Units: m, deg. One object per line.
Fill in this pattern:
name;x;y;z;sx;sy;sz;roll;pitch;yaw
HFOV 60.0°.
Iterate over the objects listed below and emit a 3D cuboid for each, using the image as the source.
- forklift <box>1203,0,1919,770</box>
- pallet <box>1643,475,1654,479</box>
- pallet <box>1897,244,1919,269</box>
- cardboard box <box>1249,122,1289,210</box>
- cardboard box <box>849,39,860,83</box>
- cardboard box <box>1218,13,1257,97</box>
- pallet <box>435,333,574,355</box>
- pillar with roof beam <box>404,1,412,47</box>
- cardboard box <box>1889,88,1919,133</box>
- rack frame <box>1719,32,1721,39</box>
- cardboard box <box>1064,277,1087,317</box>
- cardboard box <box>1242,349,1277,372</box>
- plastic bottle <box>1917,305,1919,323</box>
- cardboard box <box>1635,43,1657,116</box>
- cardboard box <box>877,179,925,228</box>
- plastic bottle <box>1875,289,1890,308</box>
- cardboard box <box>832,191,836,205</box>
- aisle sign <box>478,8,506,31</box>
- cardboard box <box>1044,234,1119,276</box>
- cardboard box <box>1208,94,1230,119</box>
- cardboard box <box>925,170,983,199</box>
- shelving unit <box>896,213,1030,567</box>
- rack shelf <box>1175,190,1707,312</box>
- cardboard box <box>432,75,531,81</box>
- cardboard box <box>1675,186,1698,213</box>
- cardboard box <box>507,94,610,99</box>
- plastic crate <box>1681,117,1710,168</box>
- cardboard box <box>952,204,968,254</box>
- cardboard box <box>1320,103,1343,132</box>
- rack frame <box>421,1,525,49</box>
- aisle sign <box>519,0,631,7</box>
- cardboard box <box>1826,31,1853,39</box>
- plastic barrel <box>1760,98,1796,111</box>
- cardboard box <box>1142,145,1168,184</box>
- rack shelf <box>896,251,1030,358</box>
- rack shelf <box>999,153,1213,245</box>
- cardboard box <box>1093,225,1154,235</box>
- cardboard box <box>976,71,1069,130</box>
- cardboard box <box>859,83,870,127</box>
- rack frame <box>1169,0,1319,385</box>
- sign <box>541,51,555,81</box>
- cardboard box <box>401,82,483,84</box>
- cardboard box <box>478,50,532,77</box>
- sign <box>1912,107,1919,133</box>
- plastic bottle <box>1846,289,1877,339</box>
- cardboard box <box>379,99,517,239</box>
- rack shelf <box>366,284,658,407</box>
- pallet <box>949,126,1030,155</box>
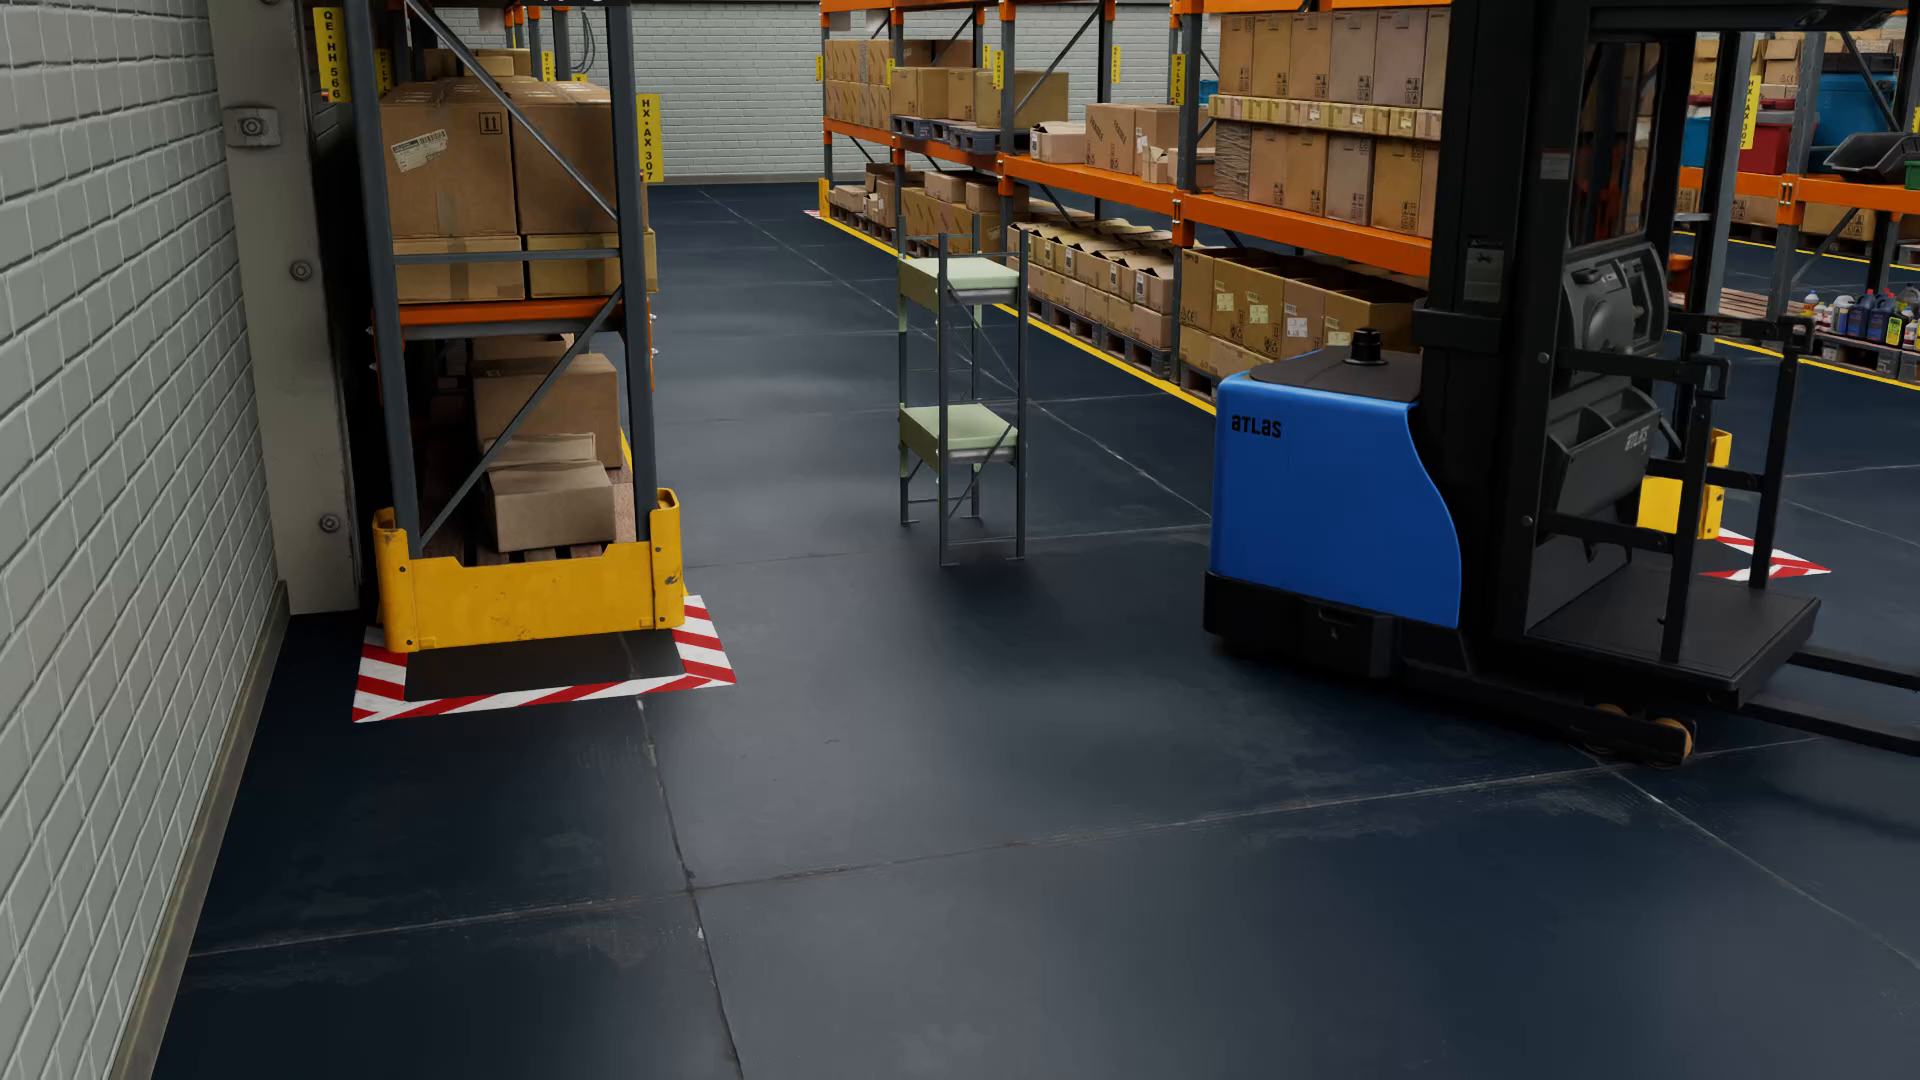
forklift;2.413;-0.823;5.596;3.031;2.935;1.130;13;21;38
pallet;2.809;-0.330;8.683;1.003;0.211;1.213;-5;17;-15
pallet;10.600;-2.900;17.240;1.003;0.211;1.213;-5;17;-15
cardboard box;2.239;-2.344;10.366;0.700;0.500;0.500;-5;17;-16
cardboard box;-1.045;-5.843;20.277;0.500;0.500;0.500;-5;17;-16
cardboard box;2.088;-3.110;10.664;0.700;0.500;0.500;-5;17;-15
pallet;-3.356;-1.389;12.208;1.003;0.211;1.213;-5;17;-15
pillar with roof beam;-3.534;-9.382;23.543;9.100;9.000;0.400;-5;17;-15
cardboard box;10.013;-4.617;17.934;0.500;0.500;0.500;-4;17;-14
rack frame;9.287;-5.558;21.242;1.000;3.000;0.127;-5;17;-15
cardboard box;1.150;-1.962;13.319;0.500;0.250;0.500;-4;17;-14
cardboard box;2.061;-1.018;10.176;0.500;0.250;0.500;-5;17;-15
plastic bottle;7.095;-1.633;12.145;0.152;0.276;0.135;-5;17;-15
cardboard box;2.929;-2.271;7.869;0.700;0.500;0.500;-5;17;-15
cardboard box;-0.668;-3.925;19.385;0.500;0.500;0.500;-5;17;-15
plastic bottle;6.685;-1.651;12.075;0.144;0.351;0.185;-5;17;-15
cardboard box;-1.485;-4.524;21.960;0.380;0.166;0.250;-5;17;-15
aisle sign;-5.831;-6.779;20.786;0.394;0.787;0.004;-5;17;-15
cardboard box;1.013;-2.369;13.698;0.500;0.311;0.500;-5;17;-17
cardboard box;1.847;-2.832;10.866;0.380;0.149;0.250;-5;17;-15
cardboard box;-0.065;-3.719;17.397;0.500;0.250;0.500;-5;17;-15
shelving unit;0.002;-0.716;7.730;0.431;1.500;0.755;-5;17;-15
rack shelf;2.510;-1.666;9.534;1.077;0.370;4.000;-5;17;-15
cardboard box;-3.763;-3.407;13.140;0.700;0.500;0.500;-7;18;-22
cardboard box;9.482;-4.566;20.904;1.225;0.875;0.875;-5;17;-15
cardboard box;-1.671;-1.654;7.168;0.500;0.500;0.500;-5;17;-15
plastic crate;6.121;-3.227;13.508;0.392;0.384;0.575;-5;17;-15
cardboard box;0.236;-3.067;16.528;0.500;0.500;0.500;-5;18;-17
cardboard box;2.277;-2.404;9.440;0.380;0.149;0.250;-5;17;-16
rack frame;-5.001;-4.384;17.331;1.000;3.000;0.127;-5;17;-15
aisle sign;-1.395;-2.313;5.920;0.394;0.787;0.004;-5;17;-15
cardboard box;13.119;-7.268;24.506;0.500;0.500;0.500;-5;17;-16
plastic barrel;6.671;-3.301;13.491;0.433;0.535;0.433;0;17;0
cardboard box;1.542;-2.728;12.052;0.396;0.266;0.258;-5;17;-17
rack shelf;0.002;-1.090;7.618;0.431;0.370;0.720;-5;17;-15
rack shelf;1.410;-2.772;13.217;1.077;0.370;4.000;-5;17;-15
cardboard box;1.390;-2.554;14.315;0.500;0.311;0.500;-5;17;-16
cardboard box;0.579;-4.084;15.431;0.700;0.500;0.500;-12;20;-34
cardboard box;-0.909;-5.227;19.964;0.500;0.500;0.500;-4;17;-14
rack frame;1.960;-2.563;11.272;1.000;3.000;0.127;-5;17;-15
sign;-3.382;-3.839;13.644;0.100;0.325;0.005;-5;17;-15
cardboard box;-2.874;-2.321;9.388;0.500;0.500;0.500;-5;17;-17
cardboard box;-3.786;-3.990;13.992;0.500;0.250;0.500;-4;17;-14
sign;7.255;-3.127;12.667;0.100;0.325;0.005;-5;17;-15
plastic bottle;6.546;-1.640;12.037;0.144;0.351;0.185;-4;17;-14
cardboard box;-2.037;-1.475;6.570;0.500;0.500;0.500;-5;17;-16
rack shelf;-2.252;-1.273;8.226;1.077;0.370;4.000;-5;17;-15
pallet;0.607;-3.760;15.588;1.213;0.211;1.003;-5;17;-15
